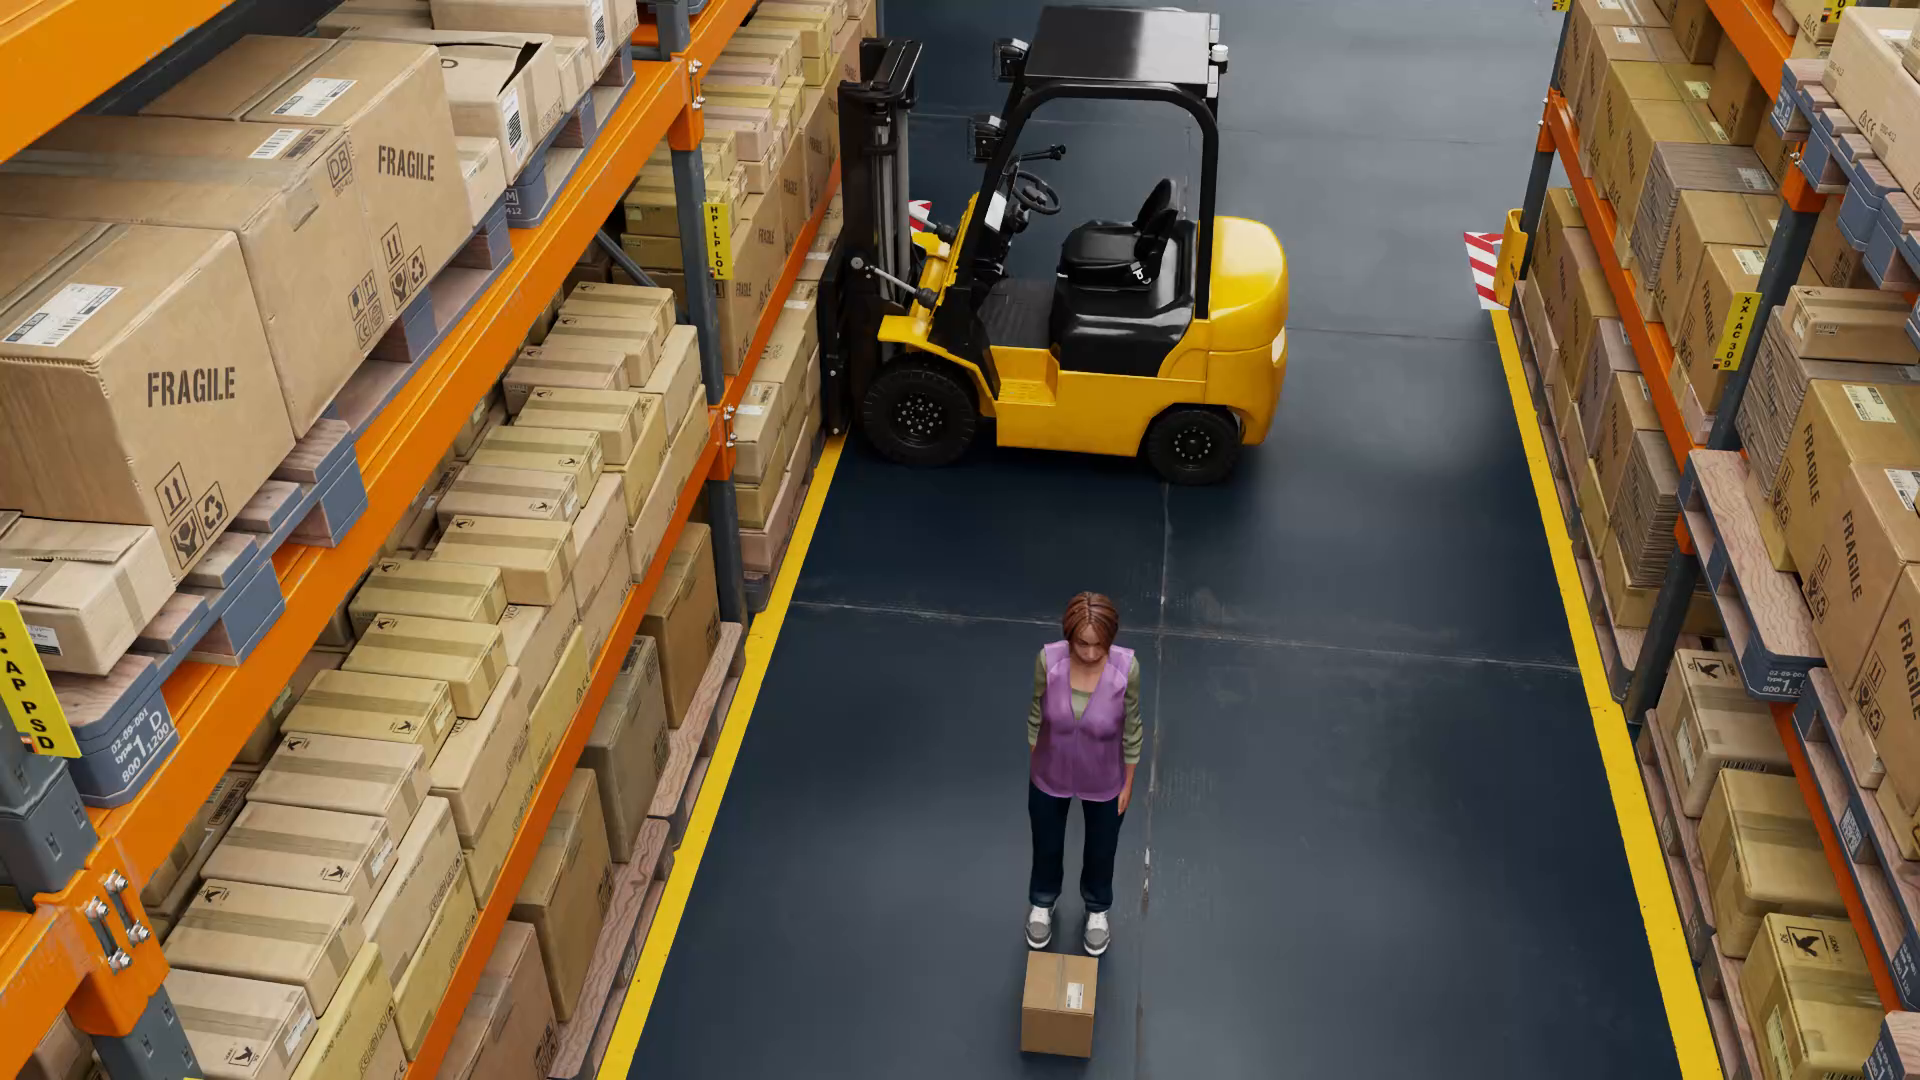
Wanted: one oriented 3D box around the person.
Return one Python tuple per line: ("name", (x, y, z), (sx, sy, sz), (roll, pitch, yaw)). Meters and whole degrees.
("person", (0.434, 0.843, 5.913), (0.405, 1.598, 0.304), (5, 37, 7))
